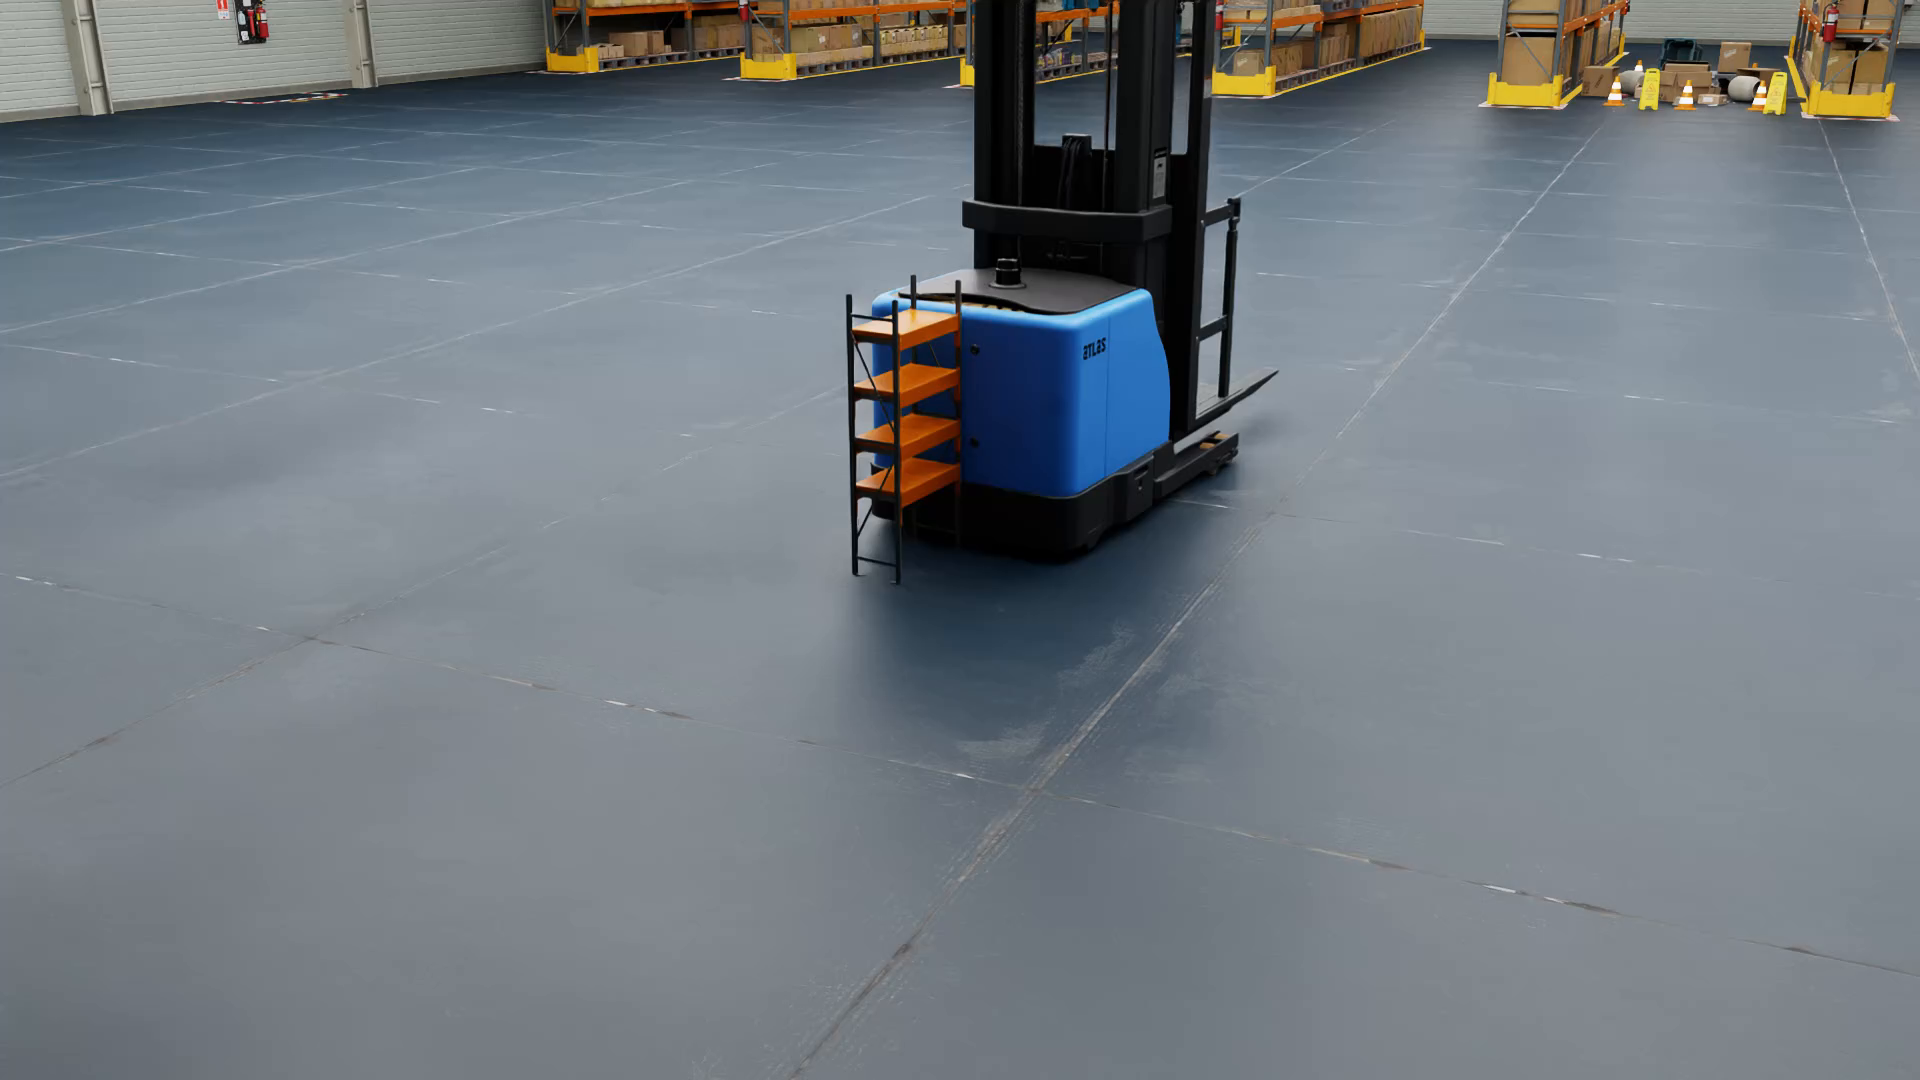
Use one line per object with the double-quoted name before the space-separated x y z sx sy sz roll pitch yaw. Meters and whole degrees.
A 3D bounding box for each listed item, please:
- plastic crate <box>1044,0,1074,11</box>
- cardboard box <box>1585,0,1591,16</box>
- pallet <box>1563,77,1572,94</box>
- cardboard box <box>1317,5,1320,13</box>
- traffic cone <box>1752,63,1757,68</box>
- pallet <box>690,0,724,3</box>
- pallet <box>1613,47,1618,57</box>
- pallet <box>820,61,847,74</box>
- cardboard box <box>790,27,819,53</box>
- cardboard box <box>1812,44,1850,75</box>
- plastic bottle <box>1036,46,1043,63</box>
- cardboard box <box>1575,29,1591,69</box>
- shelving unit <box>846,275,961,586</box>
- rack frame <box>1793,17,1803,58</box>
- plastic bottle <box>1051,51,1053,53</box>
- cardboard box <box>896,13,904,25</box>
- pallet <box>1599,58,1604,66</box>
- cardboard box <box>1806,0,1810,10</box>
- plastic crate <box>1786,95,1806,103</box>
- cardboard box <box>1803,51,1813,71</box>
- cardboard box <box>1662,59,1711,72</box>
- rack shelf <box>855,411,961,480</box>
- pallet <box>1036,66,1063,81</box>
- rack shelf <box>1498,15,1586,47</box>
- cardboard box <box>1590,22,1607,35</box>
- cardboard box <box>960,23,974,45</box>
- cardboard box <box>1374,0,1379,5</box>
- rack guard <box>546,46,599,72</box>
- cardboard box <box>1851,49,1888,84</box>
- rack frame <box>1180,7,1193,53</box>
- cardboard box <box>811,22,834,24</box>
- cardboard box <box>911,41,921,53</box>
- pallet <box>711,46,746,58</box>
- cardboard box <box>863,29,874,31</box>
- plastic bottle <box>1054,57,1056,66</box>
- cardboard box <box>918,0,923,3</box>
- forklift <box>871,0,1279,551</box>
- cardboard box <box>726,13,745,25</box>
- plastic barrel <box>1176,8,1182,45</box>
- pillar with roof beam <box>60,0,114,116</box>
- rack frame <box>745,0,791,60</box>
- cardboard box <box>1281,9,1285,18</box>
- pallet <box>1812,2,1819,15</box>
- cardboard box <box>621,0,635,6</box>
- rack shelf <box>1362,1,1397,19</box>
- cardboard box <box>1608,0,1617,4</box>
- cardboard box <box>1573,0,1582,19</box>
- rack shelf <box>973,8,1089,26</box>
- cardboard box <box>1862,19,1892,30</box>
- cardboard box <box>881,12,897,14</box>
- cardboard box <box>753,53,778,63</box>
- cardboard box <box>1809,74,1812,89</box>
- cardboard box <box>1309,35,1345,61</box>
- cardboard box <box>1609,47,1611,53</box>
"plastic crate" 2.032 -11.005 34.158 0.499 0.251 0.616 9 21 23
"cardboard box" 11.701 -10.230 31.609 0.500 0.500 0.500 9 21 23
"pallet" 10.857 -8.524 31.122 1.003 0.211 1.213 9 21 23
"cardboard box" 6.936 -10.546 33.022 0.380 0.149 0.250 9 21 23
"traffic cone" 15.028 -8.787 31.486 0.336 0.463 0.334 9 21 23
"pallet" -6.355 -12.933 39.645 1.003 0.211 1.213 9 21 23
"pallet" 15.757 -12.147 41.310 1.003 0.211 1.213 9 21 23
"pallet" -3.142 -10.206 35.851 1.003 0.211 1.213 9 21 23
"cardboard box" -3.293 -10.451 34.736 0.500 0.500 0.500 9 21 23
"cardboard box" 14.887 -8.200 28.407 0.500 0.500 0.500 10 22 26
"plastic bottle" 1.660 -10.200 34.970 0.144 0.351 0.185 9 21 23
"cardboard box" 12.191 -9.979 33.781 1.050 0.750 0.750 9 21 24
"shelving unit" -0.226 -0.467 6.992 0.258 1.200 0.503 11 22 29
"rack frame" 20.711 -13.079 39.770 1.000 3.000 0.127 9 21 23
"plastic bottle" 1.922 -9.990 34.481 0.061 0.283 0.133 9 21 23
"cardboard box" -2.082 -15.271 49.035 0.700 0.500 0.500 9 21 23
"pallet" 13.700 -10.579 36.899 1.003 0.211 1.213 9 21 23
"cardboard box" 18.004 -11.223 34.774 0.500 0.250 0.500 8 21 22
"plastic crate" 14.406 -7.668 28.911 0.402 0.080 0.583 1 20 4
"cardboard box" 17.194 -9.422 32.781 0.950 0.372 0.625 7 21 19
"cardboard box" 12.944 -8.247 29.706 0.797 0.637 0.503 9 21 23
"rack shelf" -0.226 -0.404 7.015 0.258 0.148 0.480 11 22 29
"pallet" 1.426 -9.563 34.043 1.003 0.211 1.213 9 21 23
"rack shelf" 10.421 -9.109 29.679 1.077 0.370 4.000 9 21 23
"cardboard box" 14.015 -11.297 36.743 0.500 0.250 0.500 8 21 20
"cardboard box" 0.224 -12.797 42.050 0.500 0.500 0.500 8 21 22
"cardboard box" 9.257 -12.467 37.899 0.500 0.500 0.500 8 21 22
"rack guard" -8.408 -10.433 36.058 1.175 0.500 0.348 9 21 23
"cardboard box" 14.751 -7.660 26.889 0.500 0.500 0.500 8 21 21
"rack frame" 5.513 -13.896 42.066 1.000 3.000 0.127 9 21 23
"cardboard box" -2.953 -11.134 36.658 0.500 0.500 0.500 9 21 23
"cardboard box" -1.260 -11.593 39.067 0.500 0.250 0.500 9 21 24
"pallet" -5.985 -12.108 41.201 1.003 0.211 1.213 9 21 23
"cardboard box" -2.169 -11.621 38.308 0.500 0.311 0.500 9 22 24
"plastic bottle" 1.932 -9.856 34.227 0.097 0.201 0.097 0 20 0
"cardboard box" -1.113 -12.838 39.466 0.380 0.149 0.250 10 22 27
"forklift" 0.778 -1.777 8.091 1.130 2.935 3.031 11 22 29
"cardboard box" -5.701 -13.023 41.565 0.500 0.250 0.500 9 21 24
"plastic barrel" 5.275 -12.941 41.886 0.600 0.901 0.708 9 21 23
"pillar with roof beam" -9.928 -10.487 23.528 9.100 9.000 0.400 9 21 23
"rack frame" -3.918 -10.908 33.665 1.000 3.000 0.127 9 21 23
"cardboard box" 5.772 -9.712 30.675 0.380 0.149 0.250 9 21 23
"pallet" 17.240 -10.311 32.272 1.213 0.211 1.003 9 21 23
"cardboard box" -7.536 -11.947 36.780 0.500 0.250 0.500 8 21 22
"rack shelf" 9.213 -12.266 38.556 1.077 0.370 4.000 9 21 23
"cardboard box" 14.930 -12.428 38.314 0.380 0.149 0.250 9 22 25
"cardboard box" 10.895 -9.844 30.449 0.875 0.550 0.550 9 21 23
"rack shelf" 1.418 -10.500 33.591 1.077 0.370 4.000 9 21 23
"cardboard box" 14.487 -8.145 26.271 0.380 0.149 0.250 9 21 23
"cardboard box" -2.073 -15.434 48.525 0.380 0.149 0.250 9 22 24
"cardboard box" -3.968 -10.015 34.631 0.500 0.250 0.500 9 21 23
"cardboard box" 15.101 -8.005 28.979 0.500 0.250 0.500 10 22 26
"cardboard box" 7.922 -10.644 35.996 0.700 0.500 0.500 7 21 18
"cardboard box" 14.958 -11.427 38.751 0.380 0.149 0.250 8 21 20
